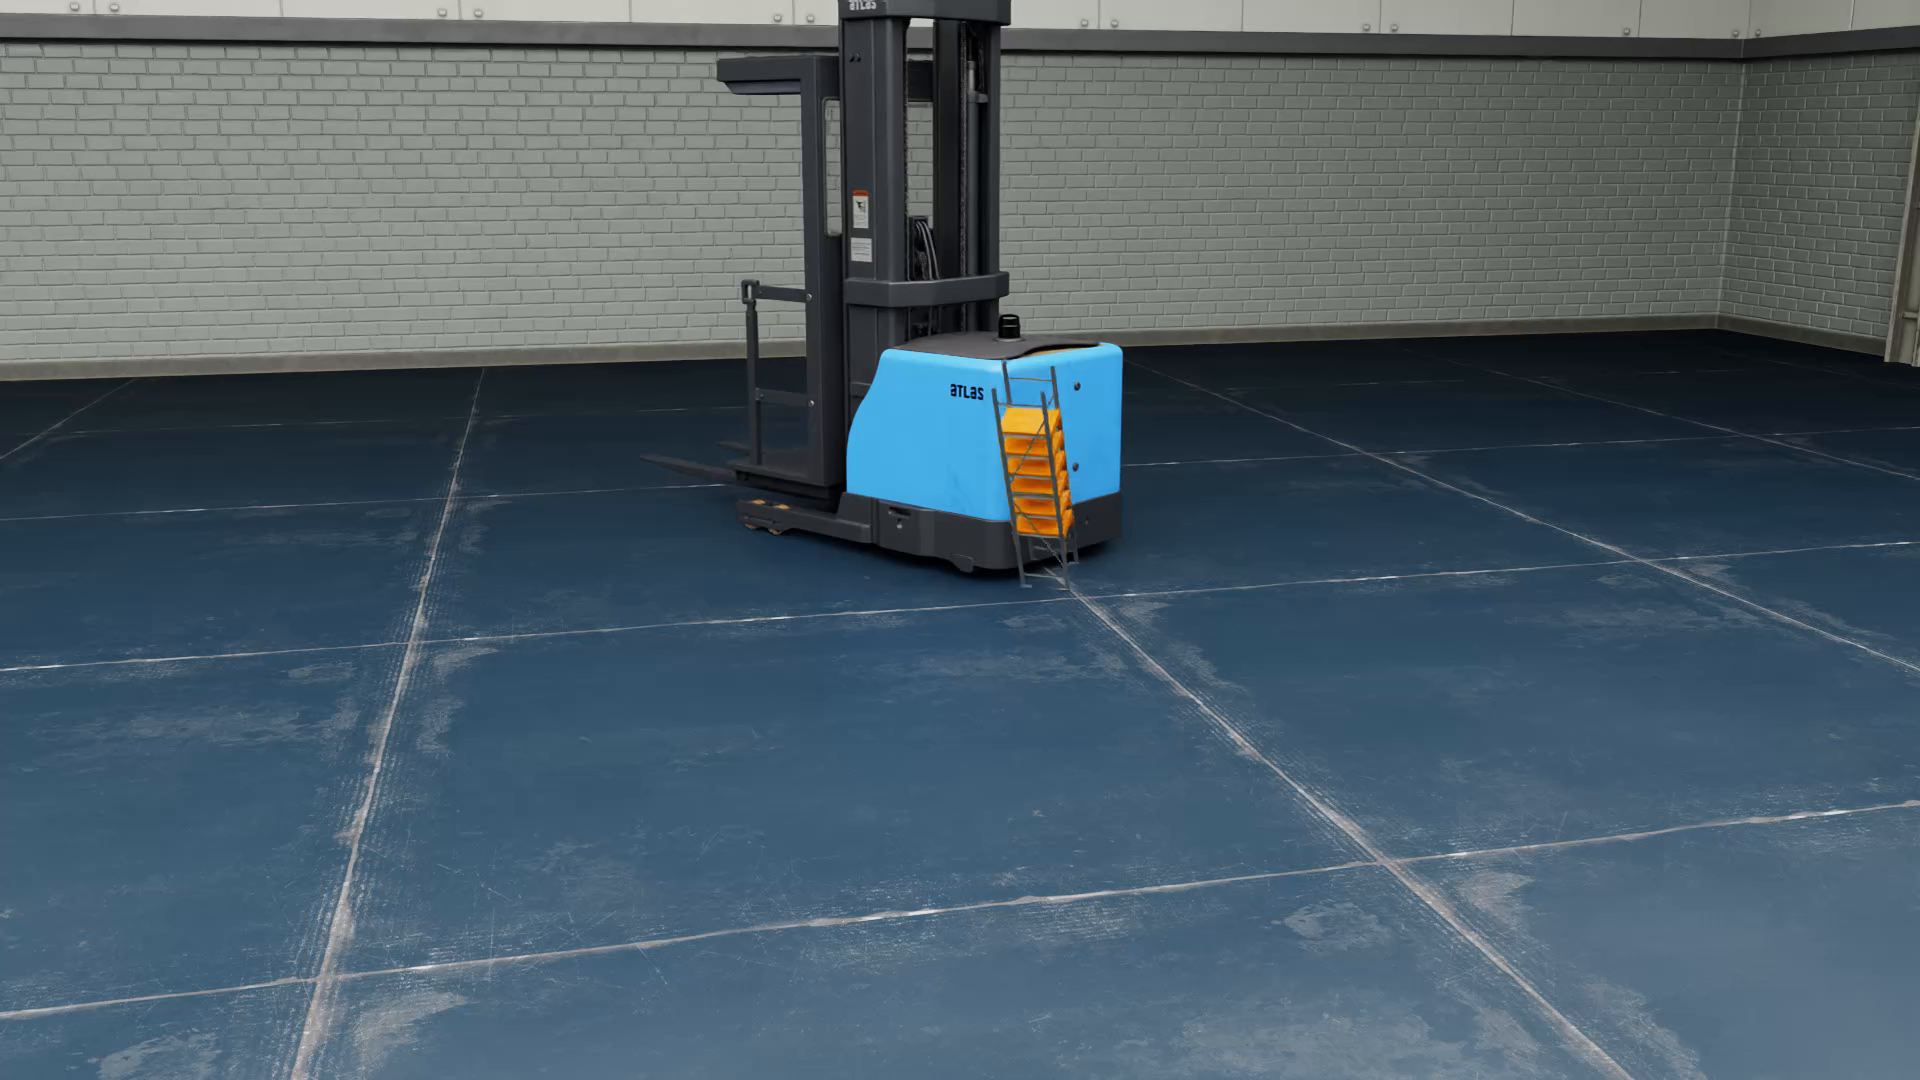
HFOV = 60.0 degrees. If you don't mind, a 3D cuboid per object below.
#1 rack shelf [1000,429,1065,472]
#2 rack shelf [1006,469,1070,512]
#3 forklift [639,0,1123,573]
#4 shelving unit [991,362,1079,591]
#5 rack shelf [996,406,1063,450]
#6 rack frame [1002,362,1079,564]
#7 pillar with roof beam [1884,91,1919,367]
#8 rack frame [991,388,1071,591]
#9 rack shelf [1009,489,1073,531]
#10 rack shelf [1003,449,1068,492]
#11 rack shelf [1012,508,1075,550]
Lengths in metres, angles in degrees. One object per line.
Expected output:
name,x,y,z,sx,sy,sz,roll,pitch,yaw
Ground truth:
rack shelf,0.328,-0.412,7.489,0.258,0.103,0.180,5,44,17
rack shelf,0.361,-0.237,7.650,0.258,0.103,0.180,5,44,17
forklift,-0.589,-1.532,9.021,3.031,2.935,1.130,12,18,40
shelving unit,0.355,-0.270,7.621,0.258,1.200,0.189,5,44,17
rack shelf,0.312,-0.500,7.409,0.258,0.103,0.180,5,44,17
rack frame,0.379,-0.332,7.683,0.240,1.200,0.006,5,44,17
pillar with roof beam,4.868,-5.810,13.748,9.100,9.000,0.400,-3,14,-13
rack frame,0.331,-0.208,7.558,0.240,1.200,0.006,5,44,17
rack shelf,0.377,-0.150,7.731,0.258,0.103,0.180,5,44,17
rack shelf,0.345,-0.325,7.570,0.258,0.103,0.180,5,44,17
rack shelf,0.394,-0.062,7.811,0.258,0.103,0.180,5,44,17
